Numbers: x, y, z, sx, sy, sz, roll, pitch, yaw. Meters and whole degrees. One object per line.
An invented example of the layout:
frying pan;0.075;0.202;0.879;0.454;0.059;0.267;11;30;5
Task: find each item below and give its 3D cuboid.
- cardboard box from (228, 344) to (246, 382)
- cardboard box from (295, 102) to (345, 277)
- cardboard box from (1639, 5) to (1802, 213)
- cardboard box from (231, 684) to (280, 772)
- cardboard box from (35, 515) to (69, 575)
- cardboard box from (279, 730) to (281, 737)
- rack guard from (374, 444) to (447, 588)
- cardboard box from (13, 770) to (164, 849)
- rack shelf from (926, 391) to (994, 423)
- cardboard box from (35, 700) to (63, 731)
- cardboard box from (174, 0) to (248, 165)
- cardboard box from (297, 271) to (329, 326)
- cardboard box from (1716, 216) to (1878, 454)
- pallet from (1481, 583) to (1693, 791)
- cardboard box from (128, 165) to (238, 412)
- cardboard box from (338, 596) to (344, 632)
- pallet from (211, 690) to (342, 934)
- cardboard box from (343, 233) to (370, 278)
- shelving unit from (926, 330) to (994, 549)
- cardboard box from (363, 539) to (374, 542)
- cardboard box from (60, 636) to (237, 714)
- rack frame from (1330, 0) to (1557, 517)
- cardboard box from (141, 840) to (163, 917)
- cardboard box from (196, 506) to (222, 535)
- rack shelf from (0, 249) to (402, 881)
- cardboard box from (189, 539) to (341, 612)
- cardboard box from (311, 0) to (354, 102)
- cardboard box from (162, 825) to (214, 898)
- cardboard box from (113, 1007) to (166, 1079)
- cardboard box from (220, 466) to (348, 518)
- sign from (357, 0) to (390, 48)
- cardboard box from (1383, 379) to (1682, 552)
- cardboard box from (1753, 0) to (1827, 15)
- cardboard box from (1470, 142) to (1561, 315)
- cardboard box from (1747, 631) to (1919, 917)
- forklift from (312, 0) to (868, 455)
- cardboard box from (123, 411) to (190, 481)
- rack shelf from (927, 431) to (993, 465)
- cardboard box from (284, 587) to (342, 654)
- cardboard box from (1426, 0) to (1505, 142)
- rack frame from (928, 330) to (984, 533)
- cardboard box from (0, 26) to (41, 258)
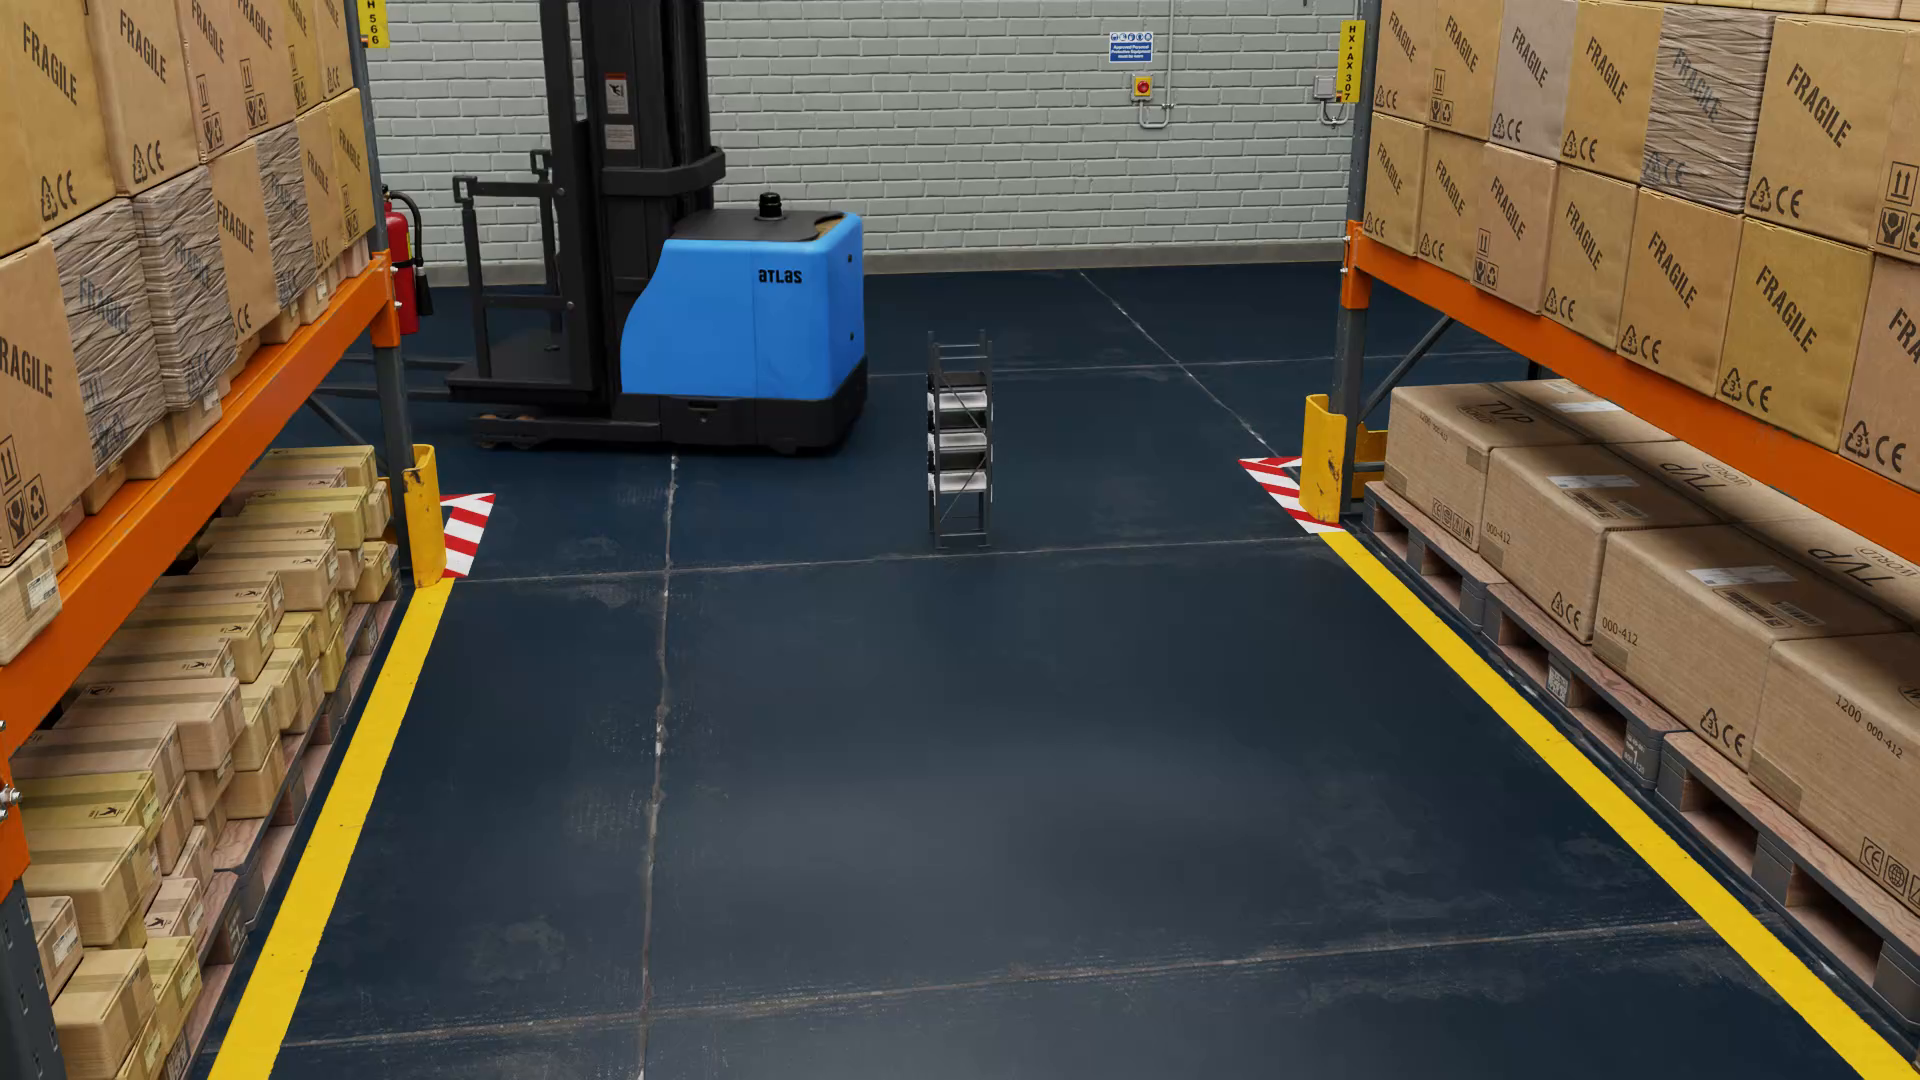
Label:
cardboard box;-2.244;-0.514;4.663;0.380;0.149;0.250;-3;21;-7
cardboard box;-2.335;-1.136;5.404;0.500;0.500;0.500;-3;21;-9
cardboard box;2.248;-1.188;4.537;0.500;0.500;0.500;-3;21;-7
cardboard box;-2.105;0.525;4.573;0.380;0.149;0.250;-3;21;-8
cardboard box;-1.975;0.031;3.205;0.380;0.149;0.250;-2;21;-6
cardboard box;-2.222;0.576;4.862;0.380;0.149;0.250;-2;21;-6
rack guard;-2.713;-0.074;6.700;1.175;0.500;0.348;-3;21;-8
cardboard box;-2.058;0.660;3.785;0.380;0.149;0.250;-3;21;-9
rack shelf;-0.001;-0.562;7.015;0.258;0.077;0.200;-3;21;-8
cardboard box;-2.628;0.562;4.473;0.380;0.149;0.250;-4;21;-10
cardboard box;-2.175;-1.242;4.258;0.500;0.500;0.500;-4;21;-10
cardboard box;-2.287;-0.794;5.414;0.380;0.149;0.250;-2;21;-6
cardboard box;2.337;-0.544;4.242;0.500;0.500;0.500;-3;21;-9
pallet;2.525;0.445;5.724;1.003;0.211;1.213;-3;21;-8
cardboard box;-2.084;-0.604;3.978;0.500;0.500;0.500;-3;21;-9
cardboard box;-2.303;0.304;5.590;0.380;0.149;0.250;-3;21;-7
pallet;-2.458;0.766;4.864;1.003;0.211;1.213;-3;21;-8
cardboard box;-2.397;-1.055;6.113;0.380;0.149;0.250;-3;21;-8
shelving unit;-0.001;-0.424;7.066;0.258;0.900;0.210;-3;21;-8
cardboard box;-2.441;0.039;6.299;0.380;0.149;0.250;-3;21;-7
cardboard box;-2.195;0.389;4.512;0.380;0.149;0.250;-4;21;-10
rack frame;2.160;-1.556;7.095;1.000;3.000;0.127;-3;21;-8
cardboard box;-2.079;0.806;3.821;0.380;0.149;0.250;-3;21;-8
cardboard box;-2.825;-0.123;5.884;0.380;0.149;0.250;-3;21;-7
rack shelf;-2.435;-0.242;4.605;1.077;0.370;4.000;-3;21;-8
cardboard box;-2.186;0.115;5.244;0.380;0.149;0.250;-2;21;-6
cardboard box;-2.411;-1.780;5.698;0.500;0.500;0.500;-3;21;-9
cardboard box;-2.093;0.849;4.130;0.380;0.149;0.250;-3;21;-9
cardboard box;-1.882;1.110;3.431;0.380;0.149;0.250;-4;21;-10
cardboard box;-2.417;-0.151;5.957;0.380;0.149;0.250;-3;21;-7
sign;-2.171;-1.983;6.132;0.100;0.325;0.005;-3;21;-8
cardboard box;2.354;-0.329;6.872;0.875;0.438;0.875;-4;21;-10
cardboard box;2.295;-1.436;4.275;0.380;0.149;0.250;-3;21;-8
cardboard box;2.101;-1.072;5.655;0.500;0.500;0.500;-3;21;-8
cardboard box;2.753;0.610;4.359;0.875;0.438;0.875;-3;21;-9
forklift;-2.061;-2.015;8.423;3.031;2.935;1.130;3;21;7
cardboard box;-2.070;-0.244;3.941;0.380;0.149;0.250;-3;21;-7
rack shelf;-0.001;-0.393;7.078;0.258;0.077;0.200;-3;21;-8
cardboard box;-2.201;0.255;5.296;0.380;0.149;0.250;-3;21;-7
cardboard box;2.029;-1.712;5.942;0.500;0.500;0.500;-3;21;-9
rack frame;-0.016;-0.460;7.160;0.240;0.900;0.006;-3;21;-8
cardboard box;-1.971;-0.710;2.832;0.500;0.500;0.500;-2;21;-6
